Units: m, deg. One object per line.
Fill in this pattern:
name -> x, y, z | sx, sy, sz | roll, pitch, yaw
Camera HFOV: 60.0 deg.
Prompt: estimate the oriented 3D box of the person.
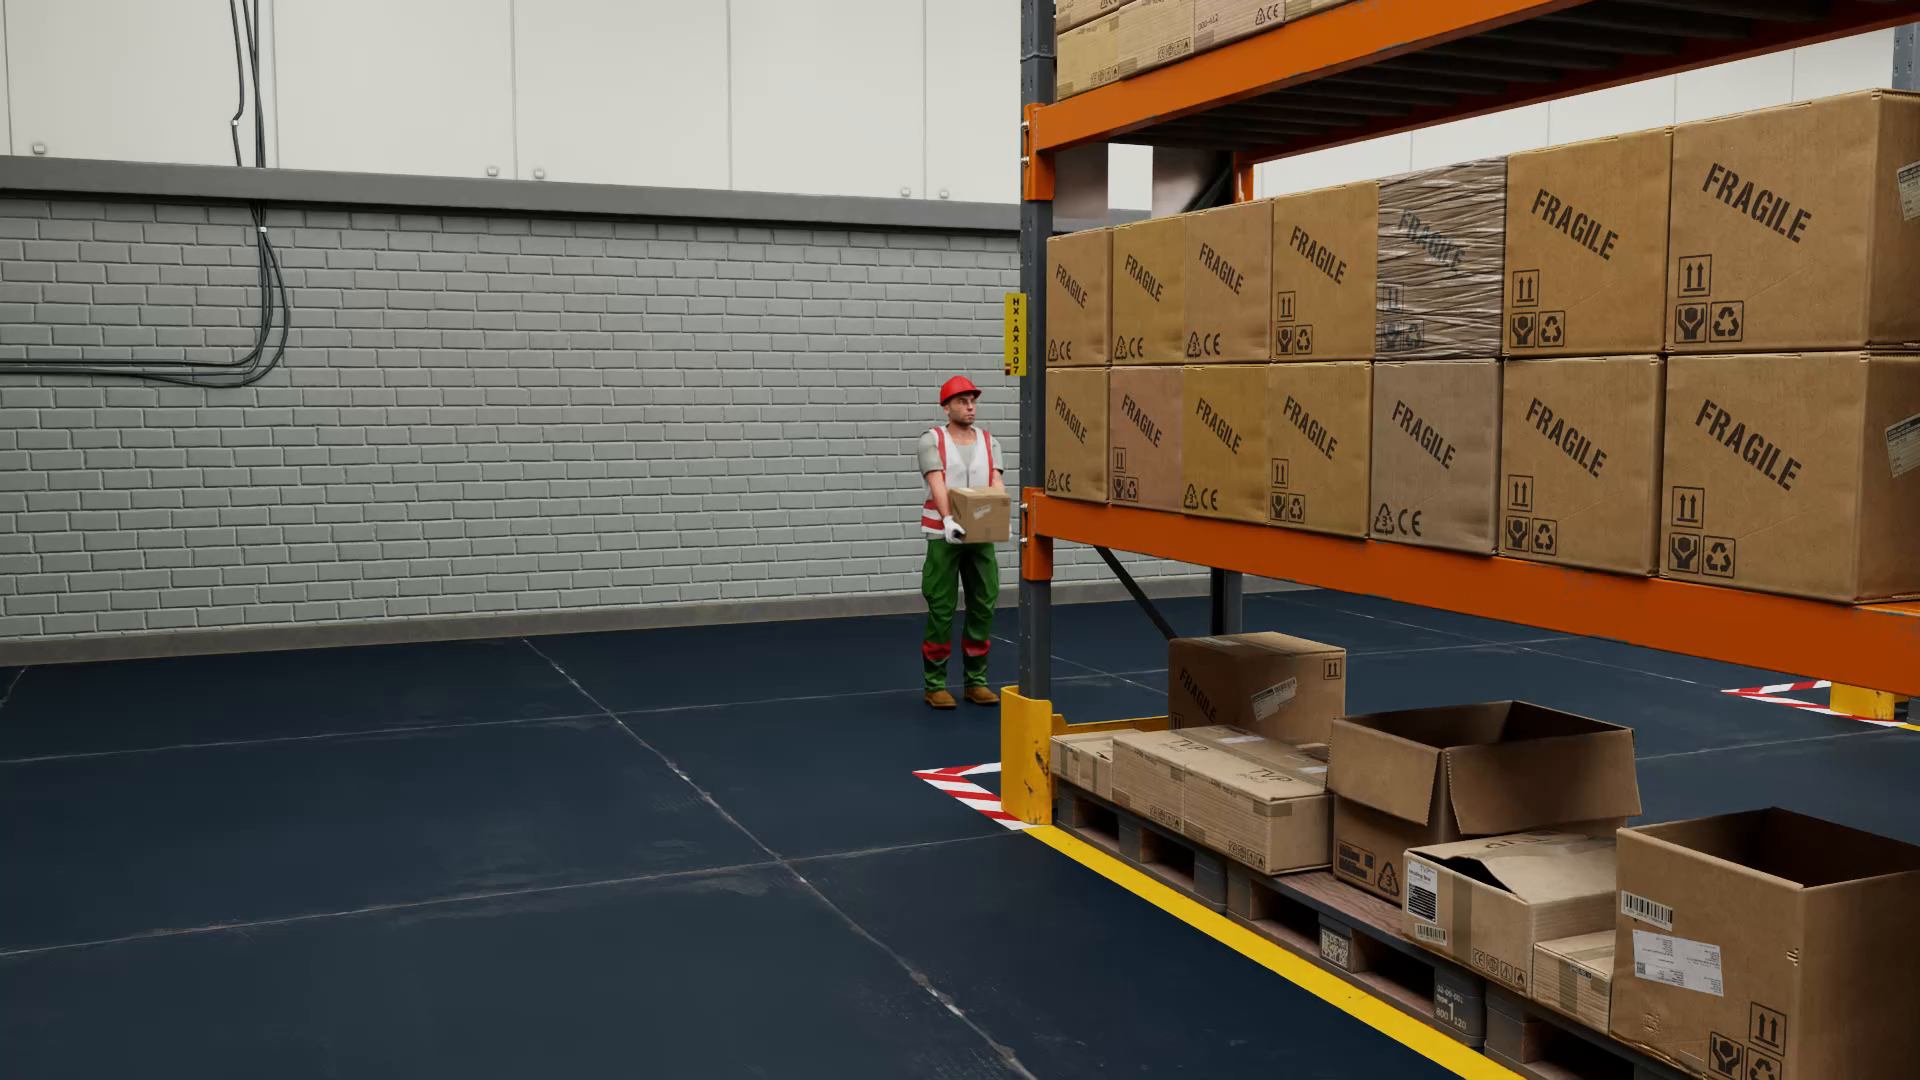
person -> 0.047, 0.012, 8.955 | 0.494, 1.784, 0.563 | -2, 6, -23
